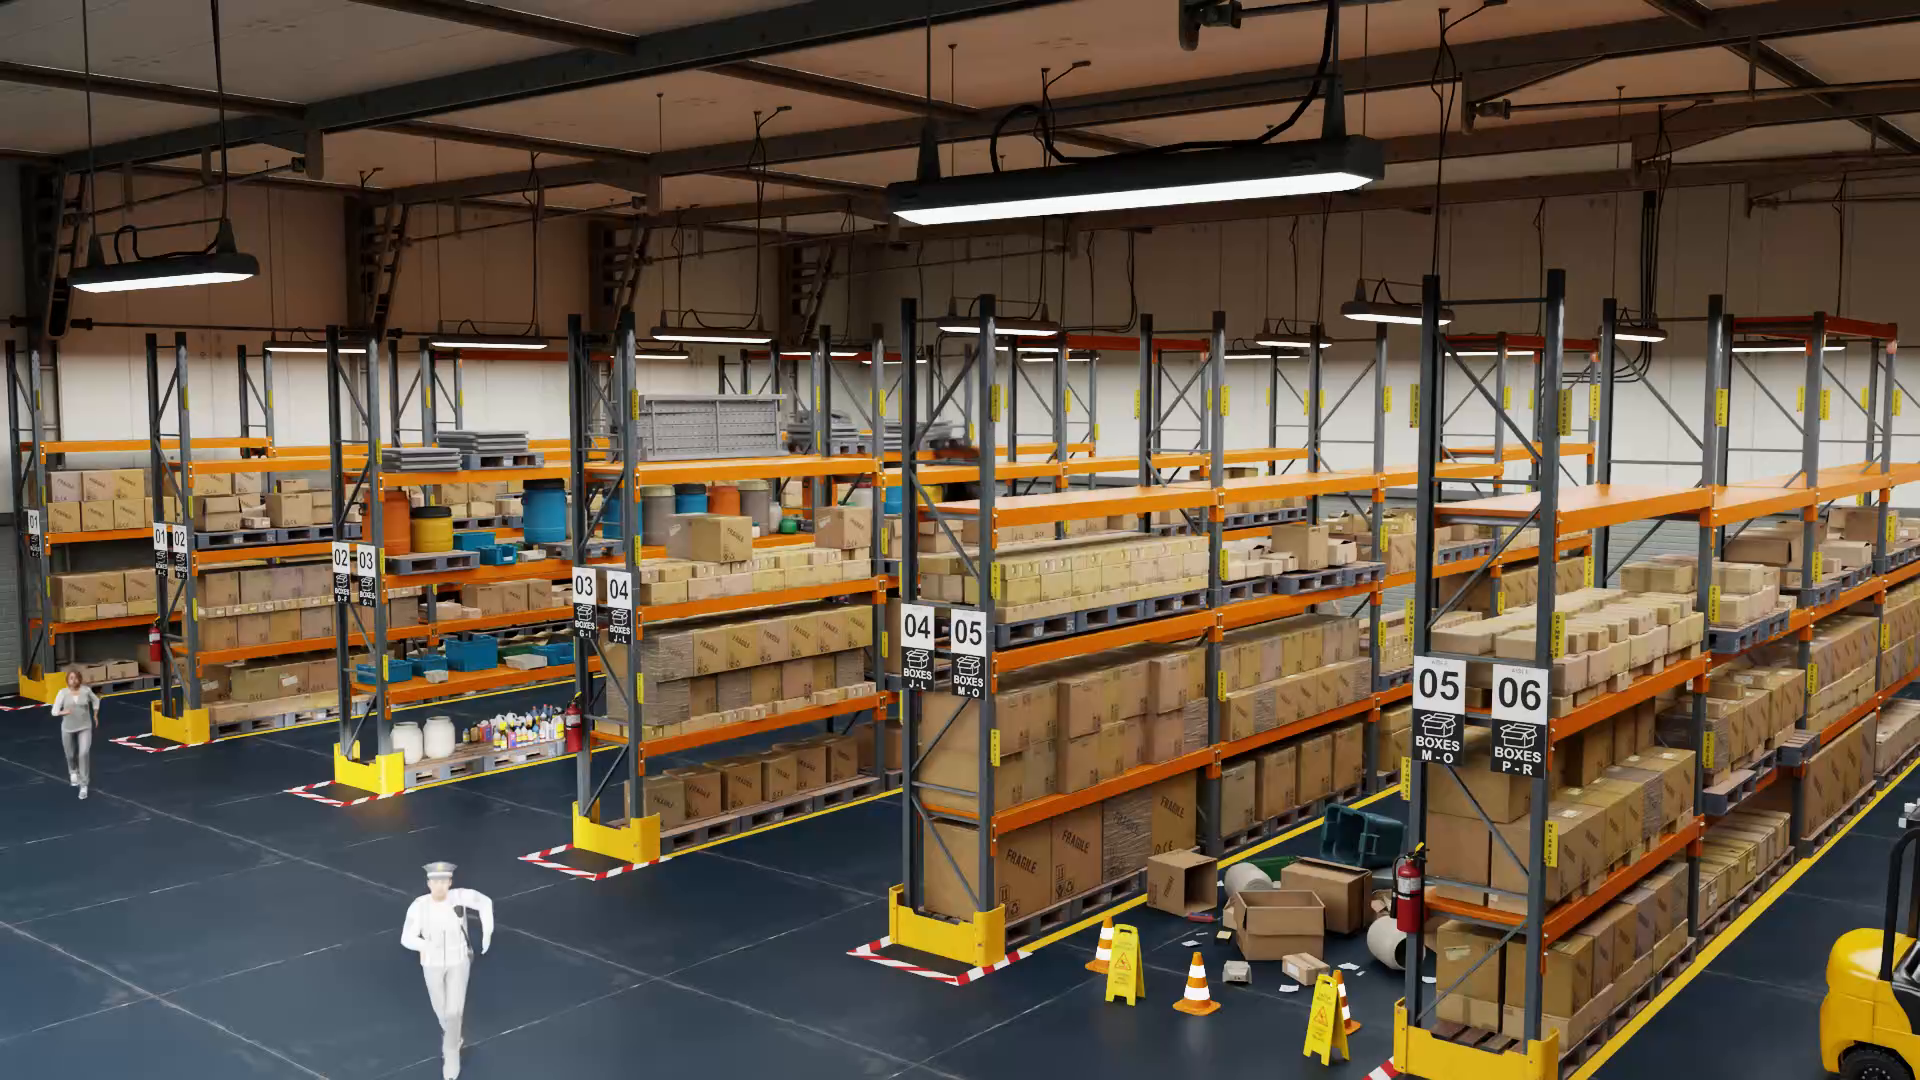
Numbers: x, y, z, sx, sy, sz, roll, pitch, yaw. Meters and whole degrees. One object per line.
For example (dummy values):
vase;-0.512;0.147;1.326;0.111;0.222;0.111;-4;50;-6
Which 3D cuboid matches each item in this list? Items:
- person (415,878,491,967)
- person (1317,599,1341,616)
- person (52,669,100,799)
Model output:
person;-3.790;2.808;12.386;0.532;0.770;0.580;-1;5;-12
person;6.991;1.528;31.631;0.617;1.621;0.523;-3;6;-33
person;-11.275;2.437;21.230;0.533;1.596;0.878;-2;6;-26
